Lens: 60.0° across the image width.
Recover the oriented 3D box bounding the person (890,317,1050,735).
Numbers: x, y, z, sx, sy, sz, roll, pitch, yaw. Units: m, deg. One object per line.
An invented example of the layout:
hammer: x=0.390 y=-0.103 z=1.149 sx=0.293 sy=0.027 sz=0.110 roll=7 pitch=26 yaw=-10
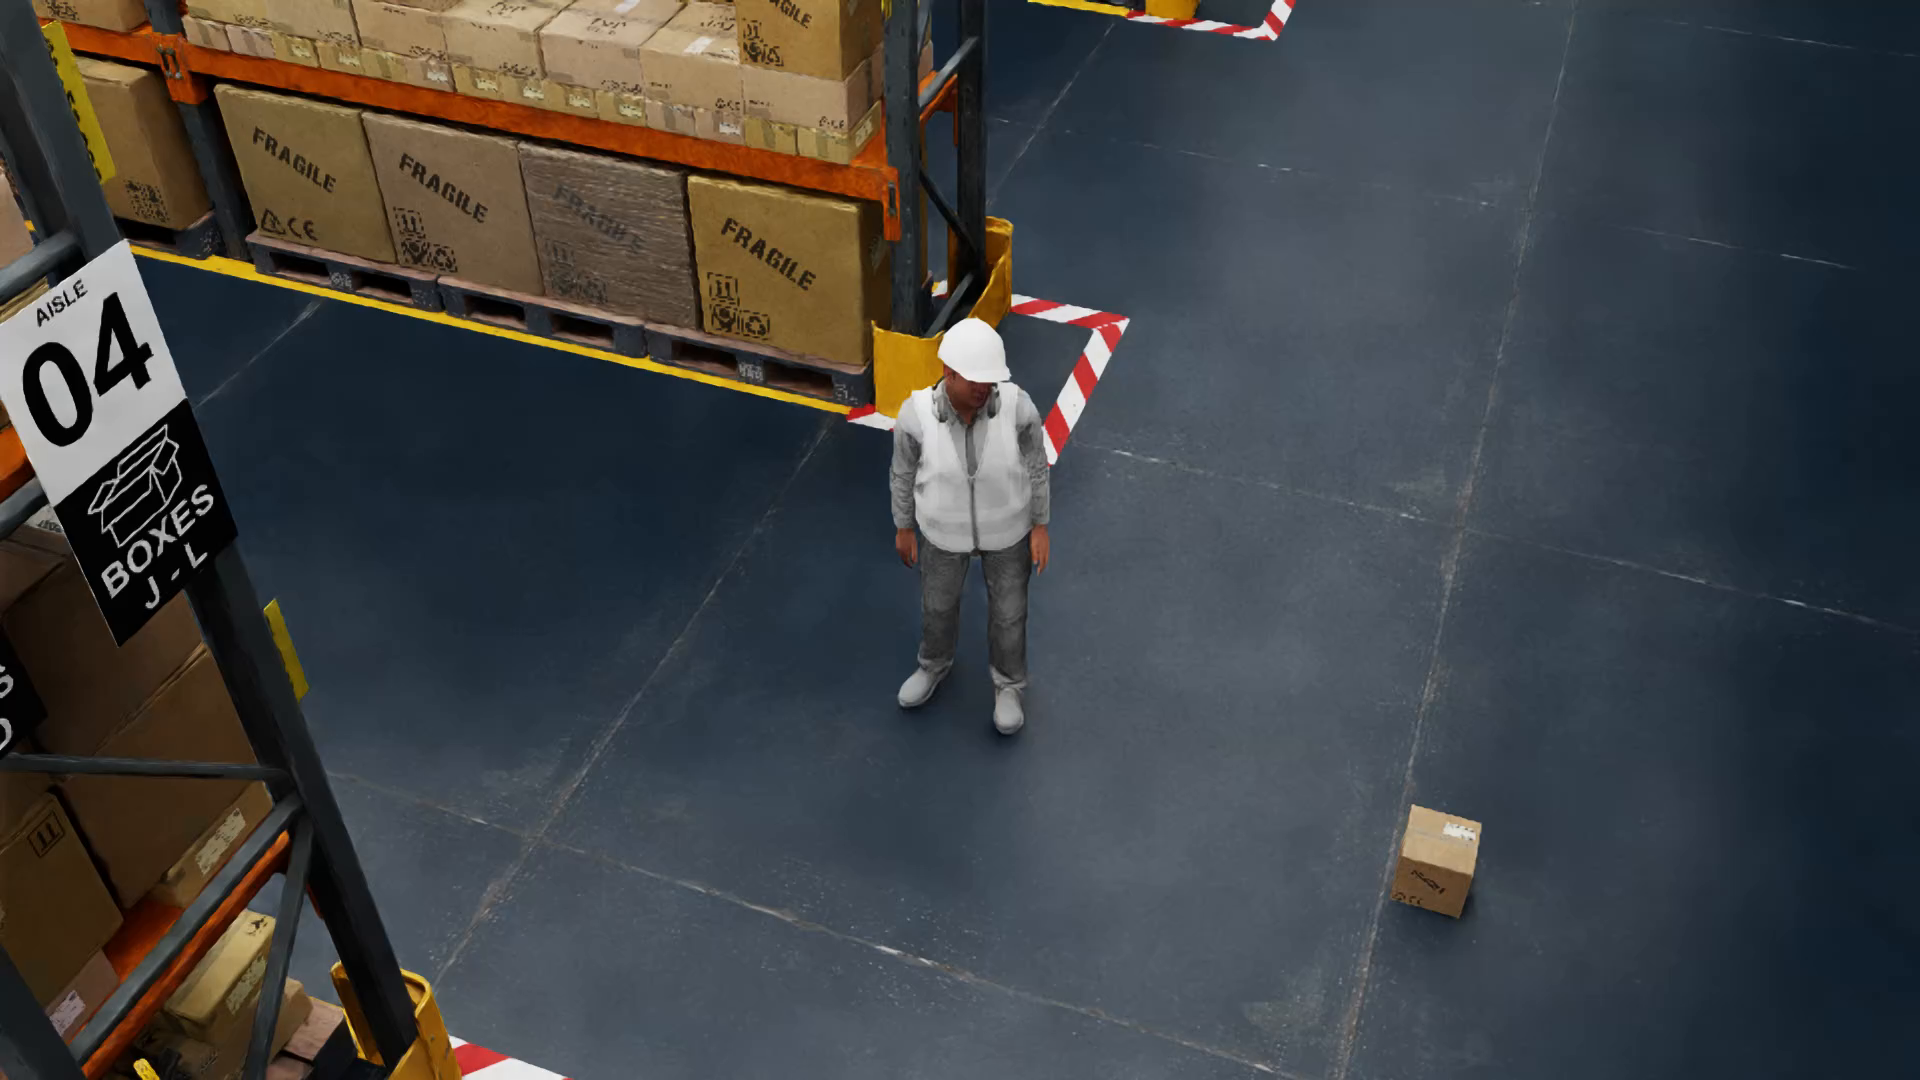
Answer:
person: x=0.038 y=-0.021 z=6.121 sx=0.587 sy=1.781 sz=0.470 roll=0 pitch=41 yaw=0
